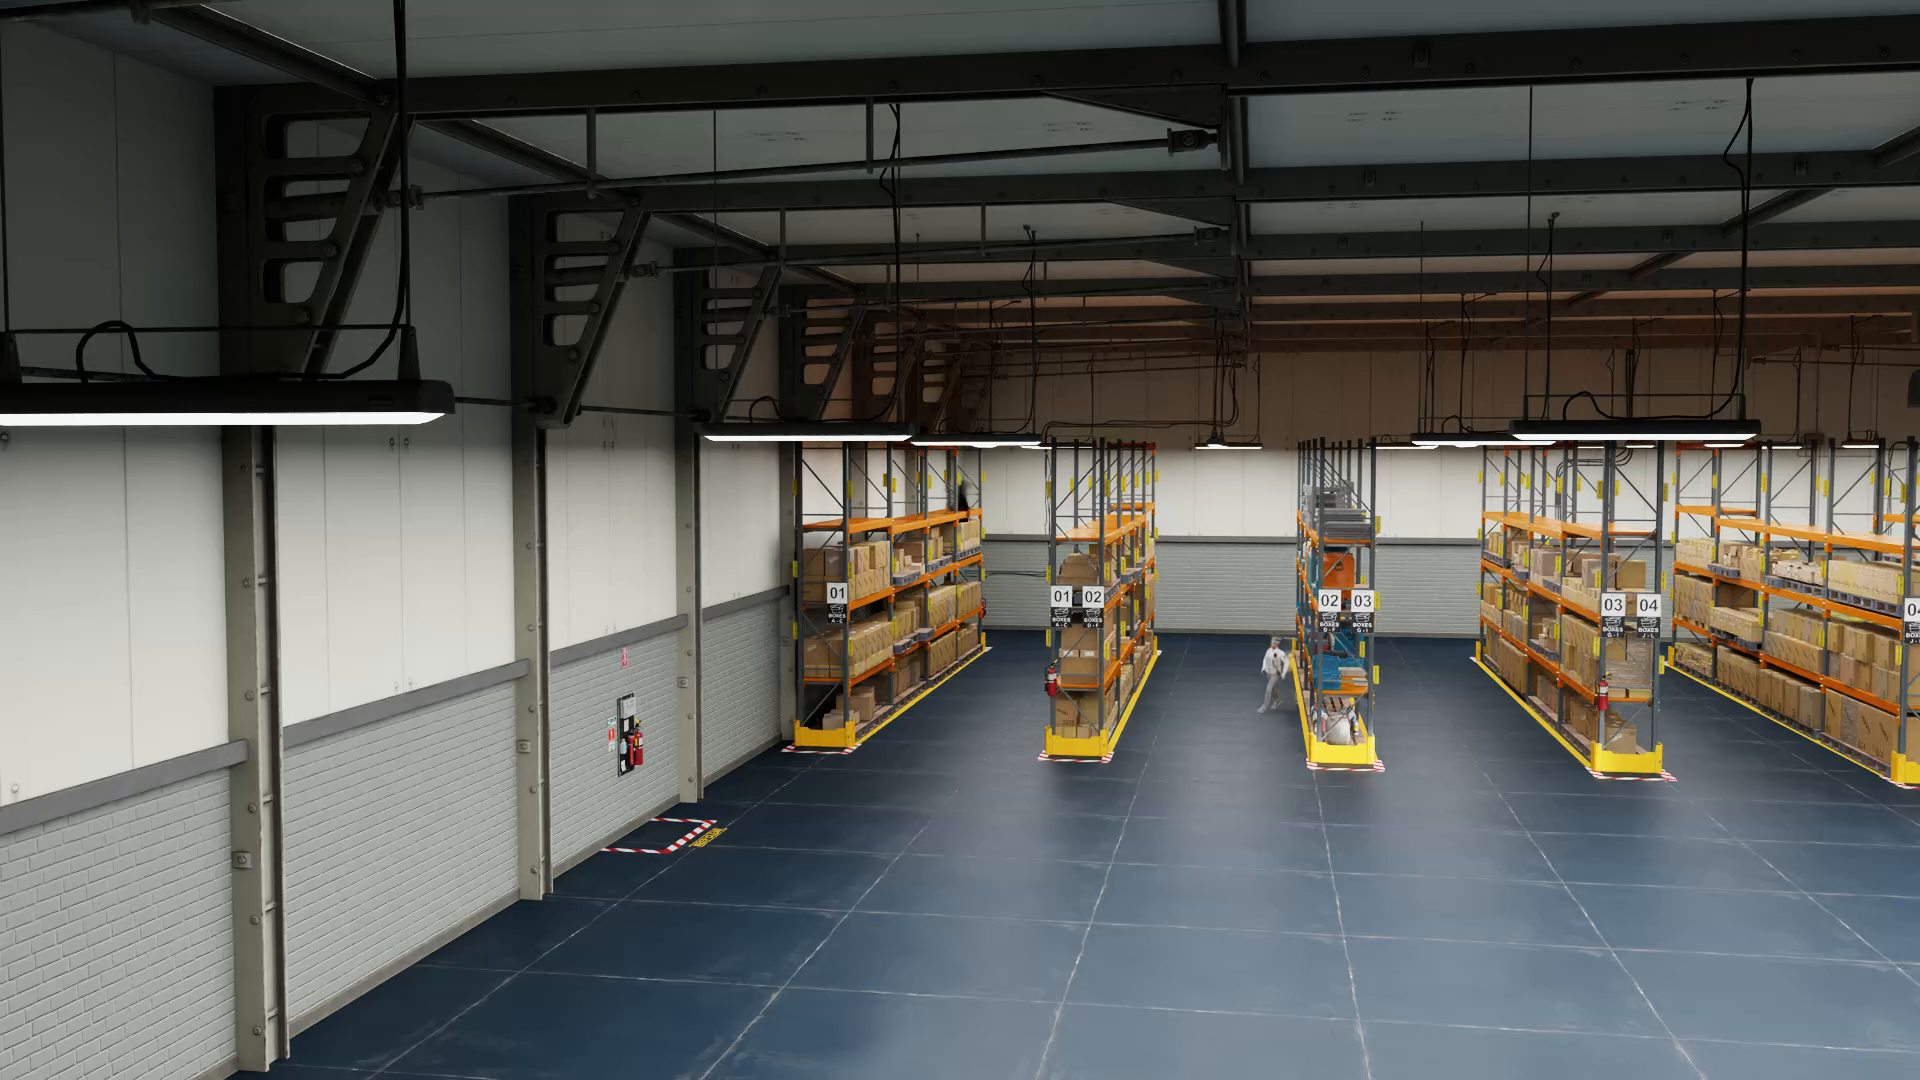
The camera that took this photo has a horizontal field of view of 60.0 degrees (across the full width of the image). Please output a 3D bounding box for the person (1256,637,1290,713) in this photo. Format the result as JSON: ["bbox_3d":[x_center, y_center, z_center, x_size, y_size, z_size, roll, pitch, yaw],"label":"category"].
[{"bbox_3d":[6.853,2.934,36.305,0.905,1.661,0.642,-2,4,-37],"label":"person"}]
